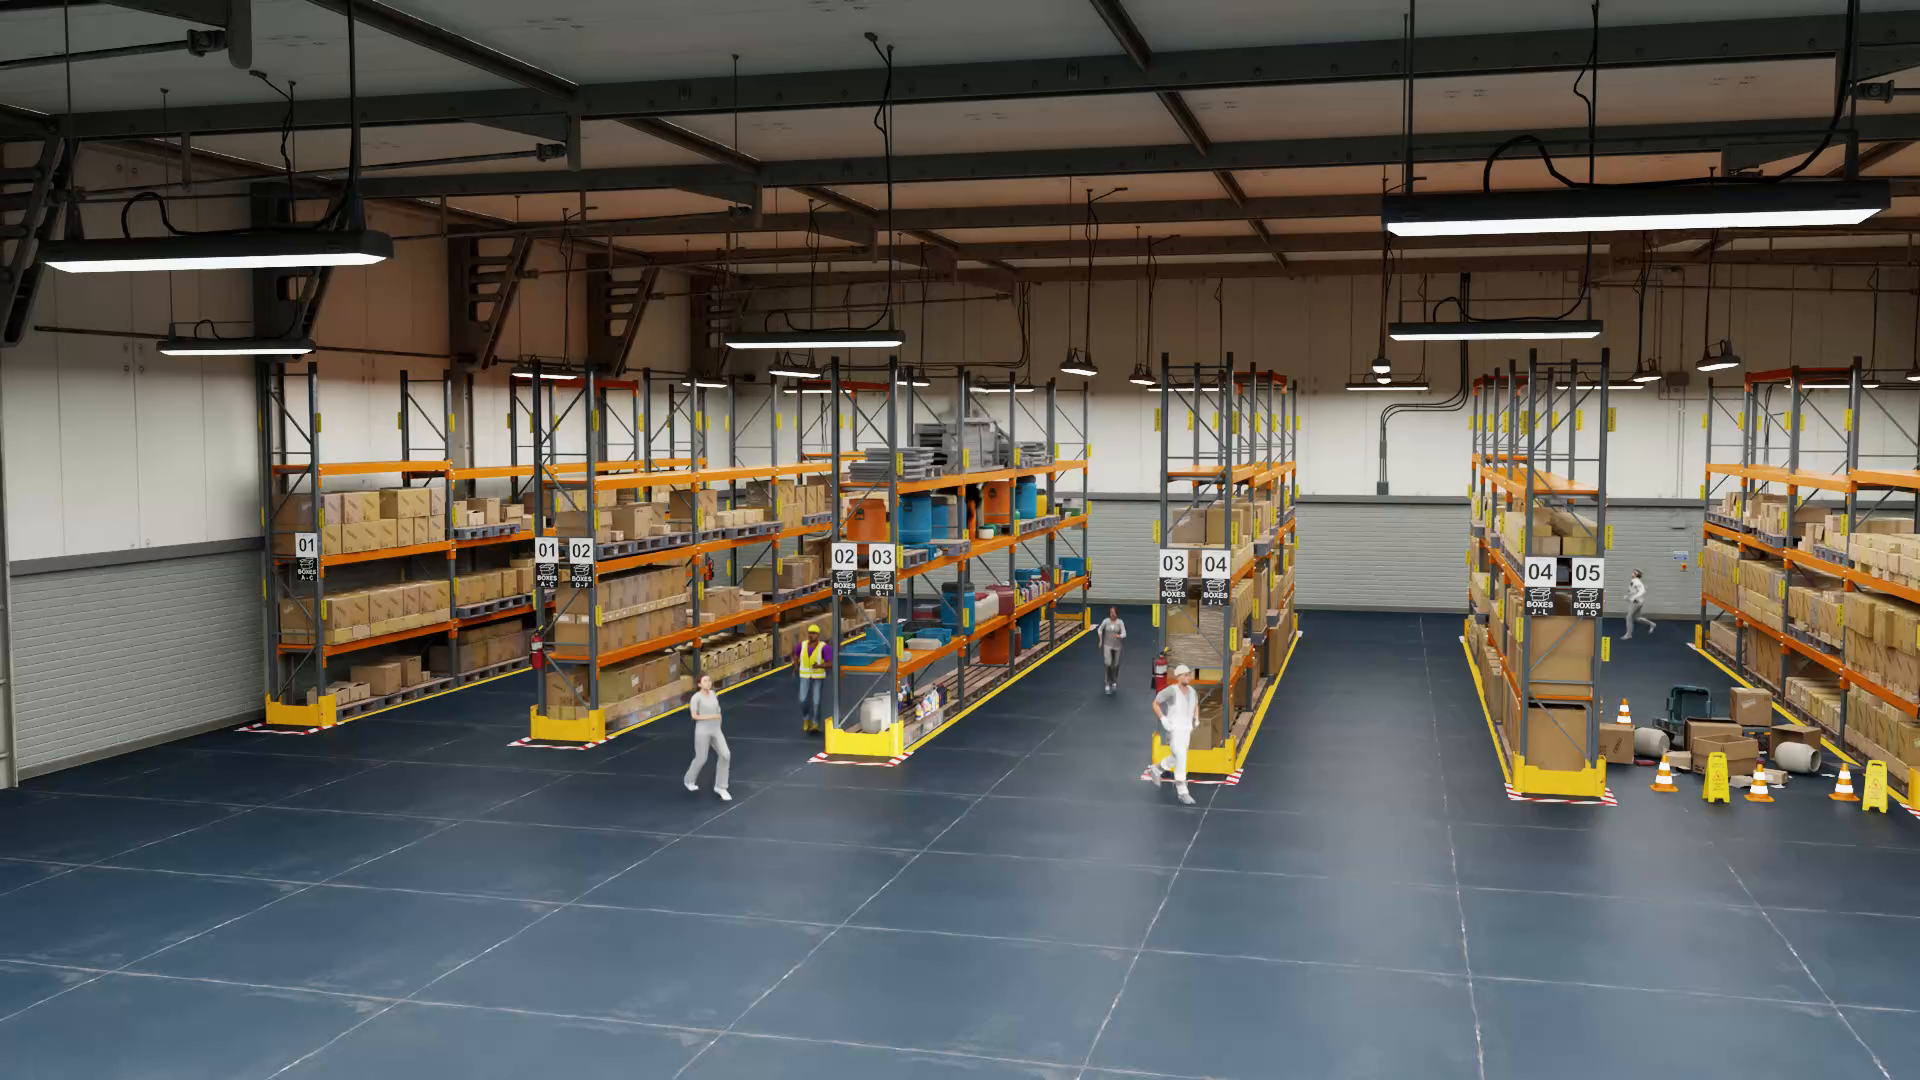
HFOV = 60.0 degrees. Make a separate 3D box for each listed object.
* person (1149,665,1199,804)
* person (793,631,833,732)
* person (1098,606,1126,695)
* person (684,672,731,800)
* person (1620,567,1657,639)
[{"bbox_3d":[2.909,2.553,22.280,0.681,1.792,0.935,-3,5,-37],"label":"person"},{"bbox_3d":[-2.391,2.251,26.823,0.692,1.702,0.660,0,4,5],"label":"person"},{"bbox_3d":[2.814,2.041,30.768,0.503,1.623,0.691,0,4,0],"label":"person"},{"bbox_3d":[-3.383,2.617,22.294,0.825,1.697,0.570,4,6,45],"label":"person"},{"bbox_3d":[15.718,1.473,38.476,0.801,1.698,0.623,1,4,18],"label":"person"}]
